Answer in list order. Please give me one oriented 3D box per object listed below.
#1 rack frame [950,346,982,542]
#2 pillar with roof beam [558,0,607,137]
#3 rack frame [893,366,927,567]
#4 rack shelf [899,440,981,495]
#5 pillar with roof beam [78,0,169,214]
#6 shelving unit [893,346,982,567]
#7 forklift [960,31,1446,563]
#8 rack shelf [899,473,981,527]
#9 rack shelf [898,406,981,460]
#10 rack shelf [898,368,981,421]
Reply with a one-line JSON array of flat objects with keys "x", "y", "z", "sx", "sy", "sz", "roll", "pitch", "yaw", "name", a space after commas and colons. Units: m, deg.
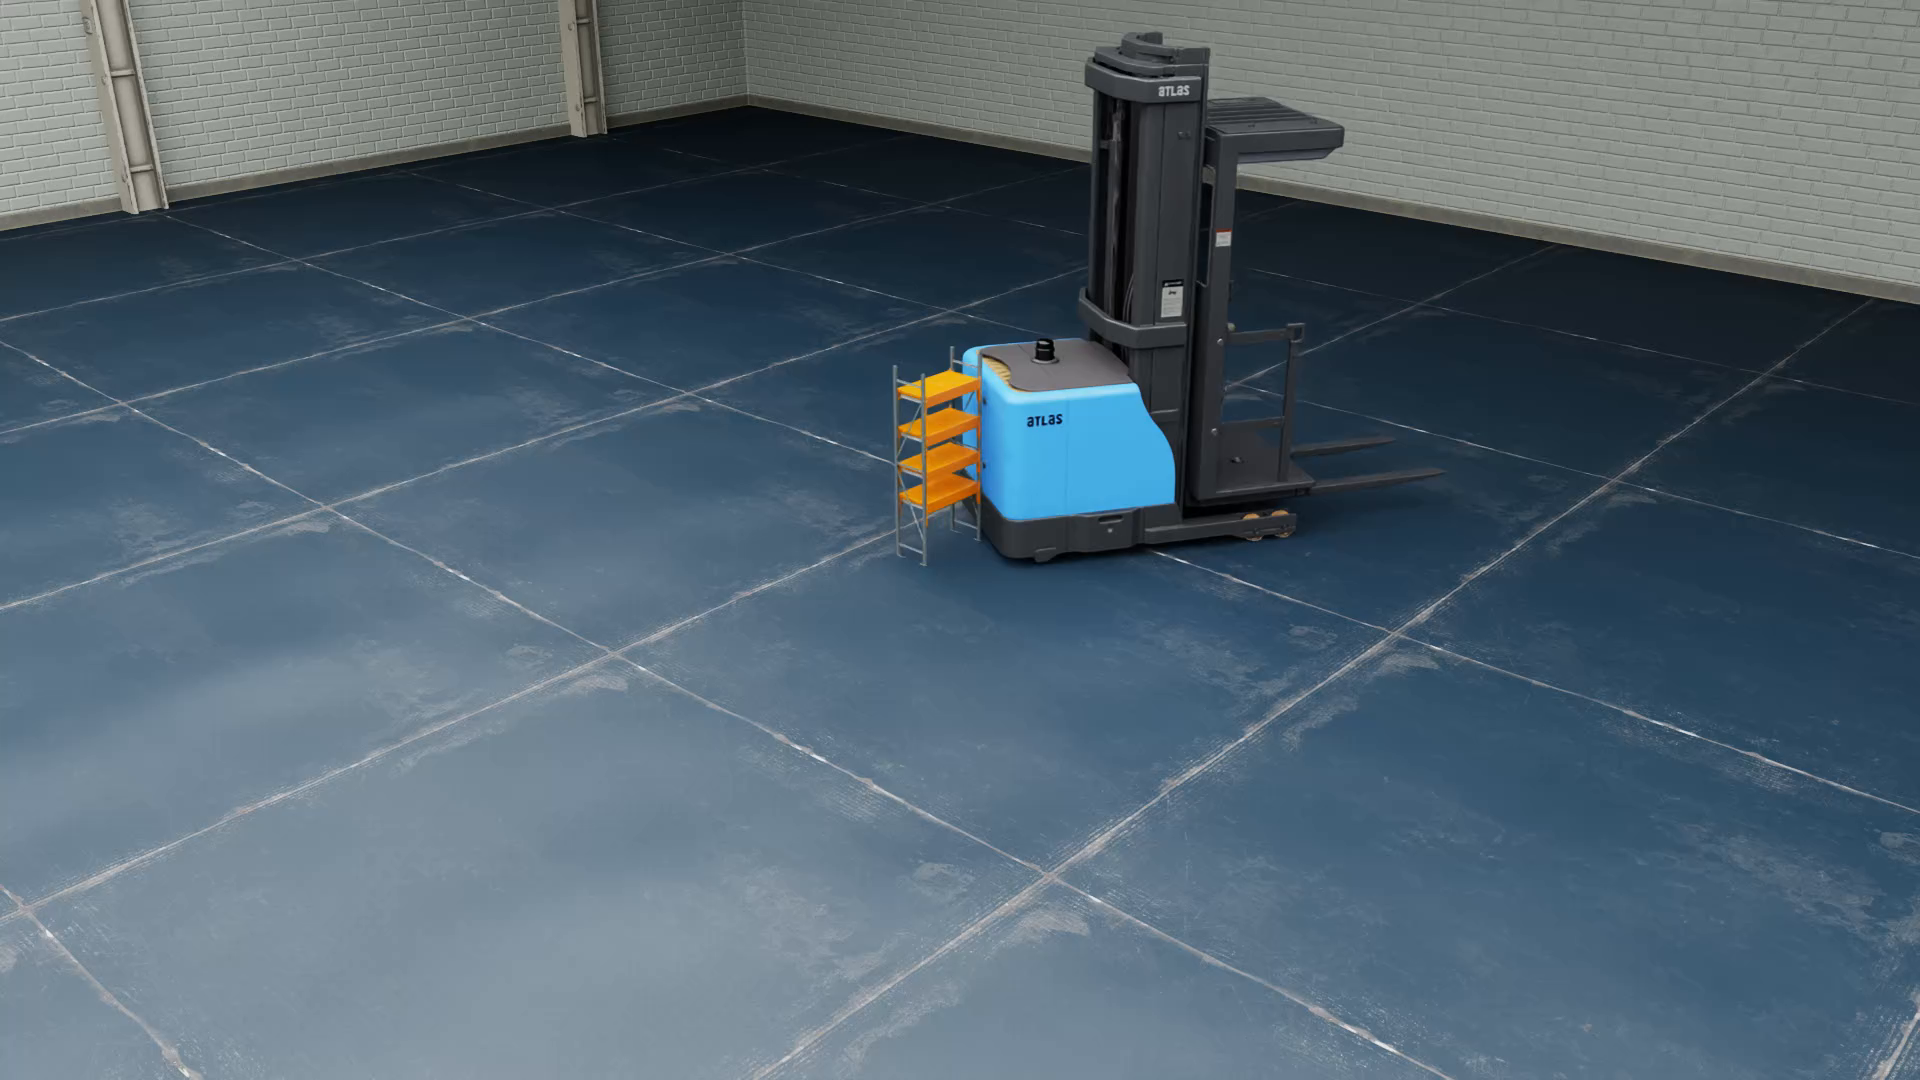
[{"x": 0.035, "y": -0.569, "z": 10.053, "sx": 0.240, "sy": 1.200, "sz": 0.015, "roll": 20, "pitch": 31, "yaw": 37, "name": "rack frame"}, {"x": -1.818, "y": -8.429, "z": 18.050, "sx": 9.100, "sy": 9.000, "sz": 0.400, "roll": 20, "pitch": 31, "yaw": 38, "name": "pillar with roof beam"}, {"x": -0.290, "y": -0.420, "z": 9.721, "sx": 0.240, "sy": 1.200, "sz": 0.015, "roll": 20, "pitch": 31, "yaw": 37, "name": "rack frame"}, {"x": -0.128, "y": -0.434, "z": 9.915, "sx": 0.258, "sy": 0.148, "sz": 0.480, "roll": 20, "pitch": 31, "yaw": 37, "name": "rack shelf"}, {"x": -5.822, "y": -6.601, "z": 13.973, "sx": 9.100, "sy": 9.000, "sz": 0.400, "roll": 20, "pitch": 31, "yaw": 38, "name": "pillar with roof beam"}, {"x": -0.128, "y": -0.495, "z": 9.887, "sx": 0.258, "sy": 1.200, "sz": 0.503, "roll": 20, "pitch": 31, "yaw": 37, "name": "shelving unit"}, {"x": 1.579, "y": -1.530, "z": 10.079, "sx": 3.031, "sy": 2.935, "sz": 1.130, "roll": -7, "pitch": 25, "yaw": -15, "name": "forklift"}, {"x": -0.128, "y": -0.252, "z": 9.996, "sx": 0.258, "sy": 0.148, "sz": 0.480, "roll": 20, "pitch": 31, "yaw": 37, "name": "rack shelf"}, {"x": -0.128, "y": -0.638, "z": 9.823, "sx": 0.258, "sy": 0.148, "sz": 0.480, "roll": 20, "pitch": 31, "yaw": 37, "name": "rack shelf"}, {"x": -0.128, "y": -0.853, "z": 9.727, "sx": 0.258, "sy": 0.148, "sz": 0.480, "roll": 20, "pitch": 31, "yaw": 37, "name": "rack shelf"}]
